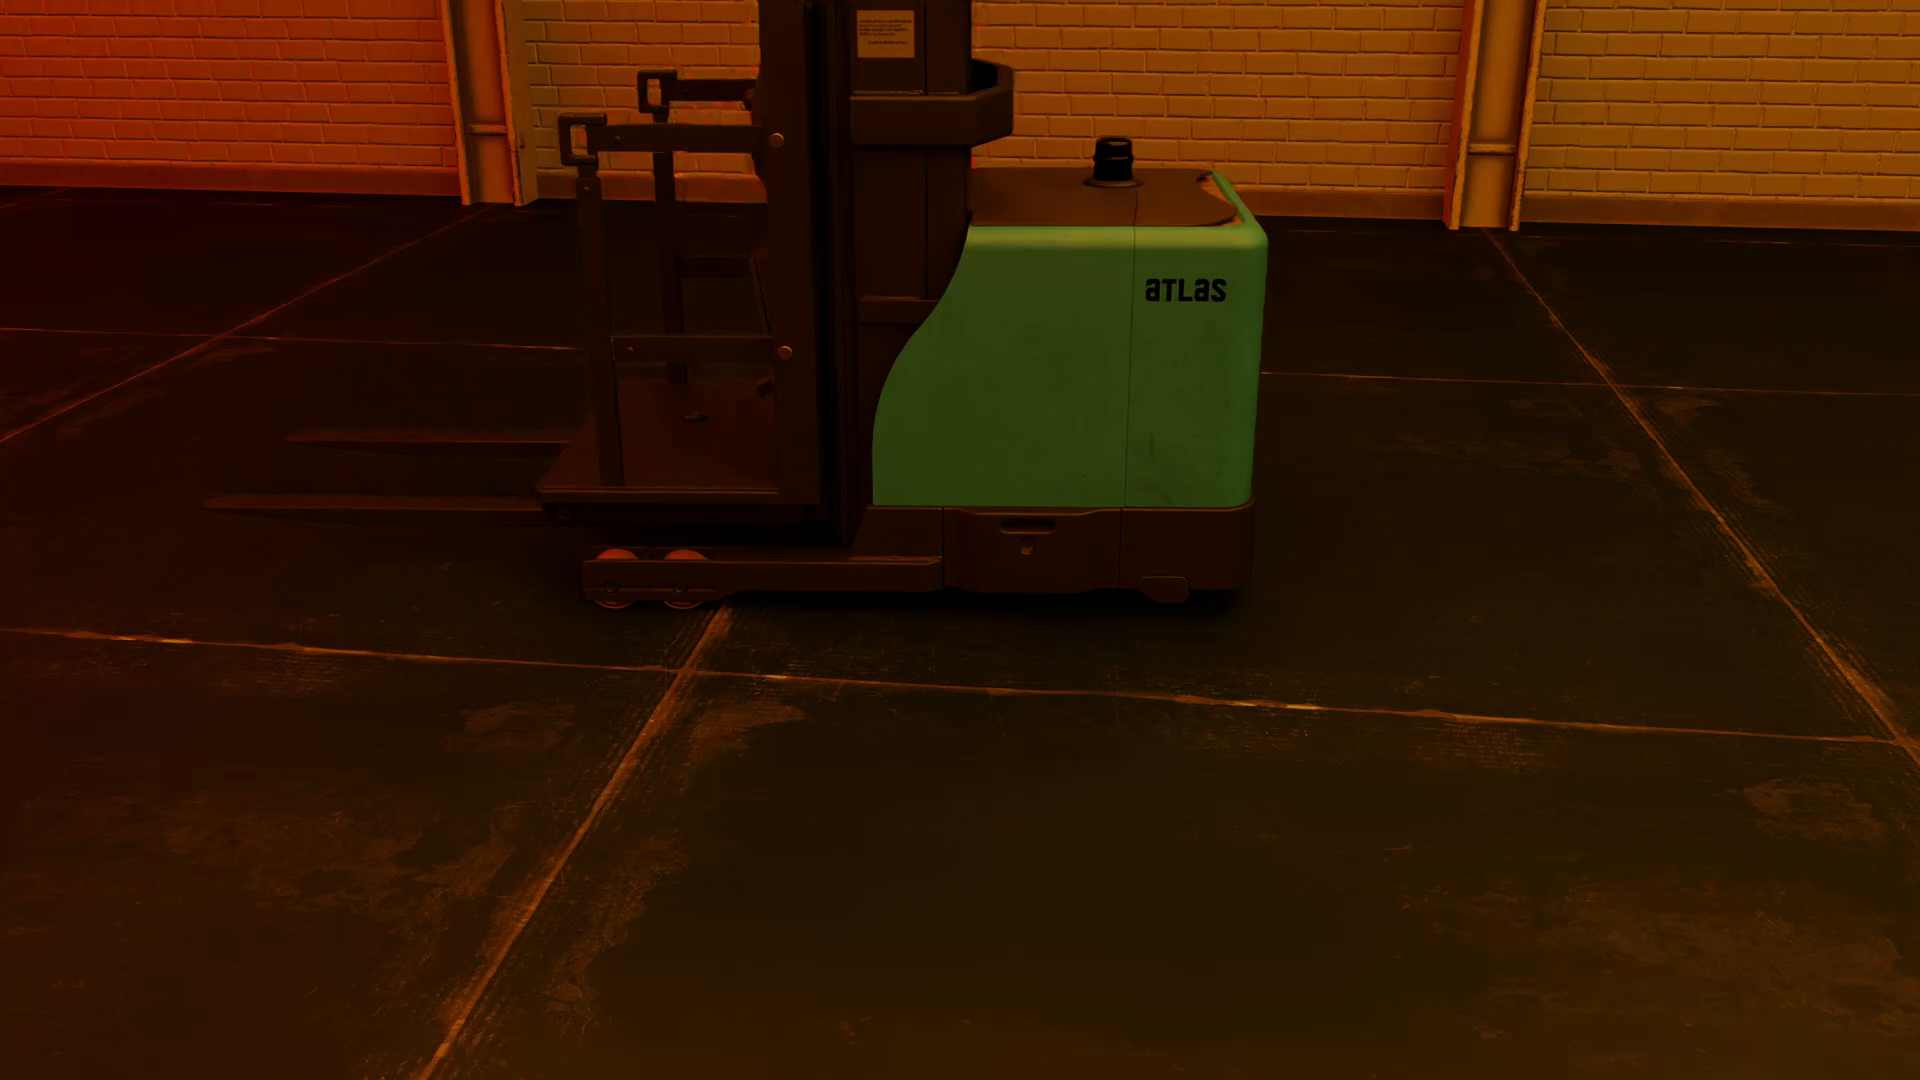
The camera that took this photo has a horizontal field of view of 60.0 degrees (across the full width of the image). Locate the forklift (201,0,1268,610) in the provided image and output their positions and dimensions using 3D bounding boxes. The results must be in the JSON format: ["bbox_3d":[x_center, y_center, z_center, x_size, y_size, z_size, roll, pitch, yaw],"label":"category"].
[{"bbox_3d":[-0.682,-1.360,4.631,3.031,2.935,1.130,0,22,1],"label":"forklift"}]
